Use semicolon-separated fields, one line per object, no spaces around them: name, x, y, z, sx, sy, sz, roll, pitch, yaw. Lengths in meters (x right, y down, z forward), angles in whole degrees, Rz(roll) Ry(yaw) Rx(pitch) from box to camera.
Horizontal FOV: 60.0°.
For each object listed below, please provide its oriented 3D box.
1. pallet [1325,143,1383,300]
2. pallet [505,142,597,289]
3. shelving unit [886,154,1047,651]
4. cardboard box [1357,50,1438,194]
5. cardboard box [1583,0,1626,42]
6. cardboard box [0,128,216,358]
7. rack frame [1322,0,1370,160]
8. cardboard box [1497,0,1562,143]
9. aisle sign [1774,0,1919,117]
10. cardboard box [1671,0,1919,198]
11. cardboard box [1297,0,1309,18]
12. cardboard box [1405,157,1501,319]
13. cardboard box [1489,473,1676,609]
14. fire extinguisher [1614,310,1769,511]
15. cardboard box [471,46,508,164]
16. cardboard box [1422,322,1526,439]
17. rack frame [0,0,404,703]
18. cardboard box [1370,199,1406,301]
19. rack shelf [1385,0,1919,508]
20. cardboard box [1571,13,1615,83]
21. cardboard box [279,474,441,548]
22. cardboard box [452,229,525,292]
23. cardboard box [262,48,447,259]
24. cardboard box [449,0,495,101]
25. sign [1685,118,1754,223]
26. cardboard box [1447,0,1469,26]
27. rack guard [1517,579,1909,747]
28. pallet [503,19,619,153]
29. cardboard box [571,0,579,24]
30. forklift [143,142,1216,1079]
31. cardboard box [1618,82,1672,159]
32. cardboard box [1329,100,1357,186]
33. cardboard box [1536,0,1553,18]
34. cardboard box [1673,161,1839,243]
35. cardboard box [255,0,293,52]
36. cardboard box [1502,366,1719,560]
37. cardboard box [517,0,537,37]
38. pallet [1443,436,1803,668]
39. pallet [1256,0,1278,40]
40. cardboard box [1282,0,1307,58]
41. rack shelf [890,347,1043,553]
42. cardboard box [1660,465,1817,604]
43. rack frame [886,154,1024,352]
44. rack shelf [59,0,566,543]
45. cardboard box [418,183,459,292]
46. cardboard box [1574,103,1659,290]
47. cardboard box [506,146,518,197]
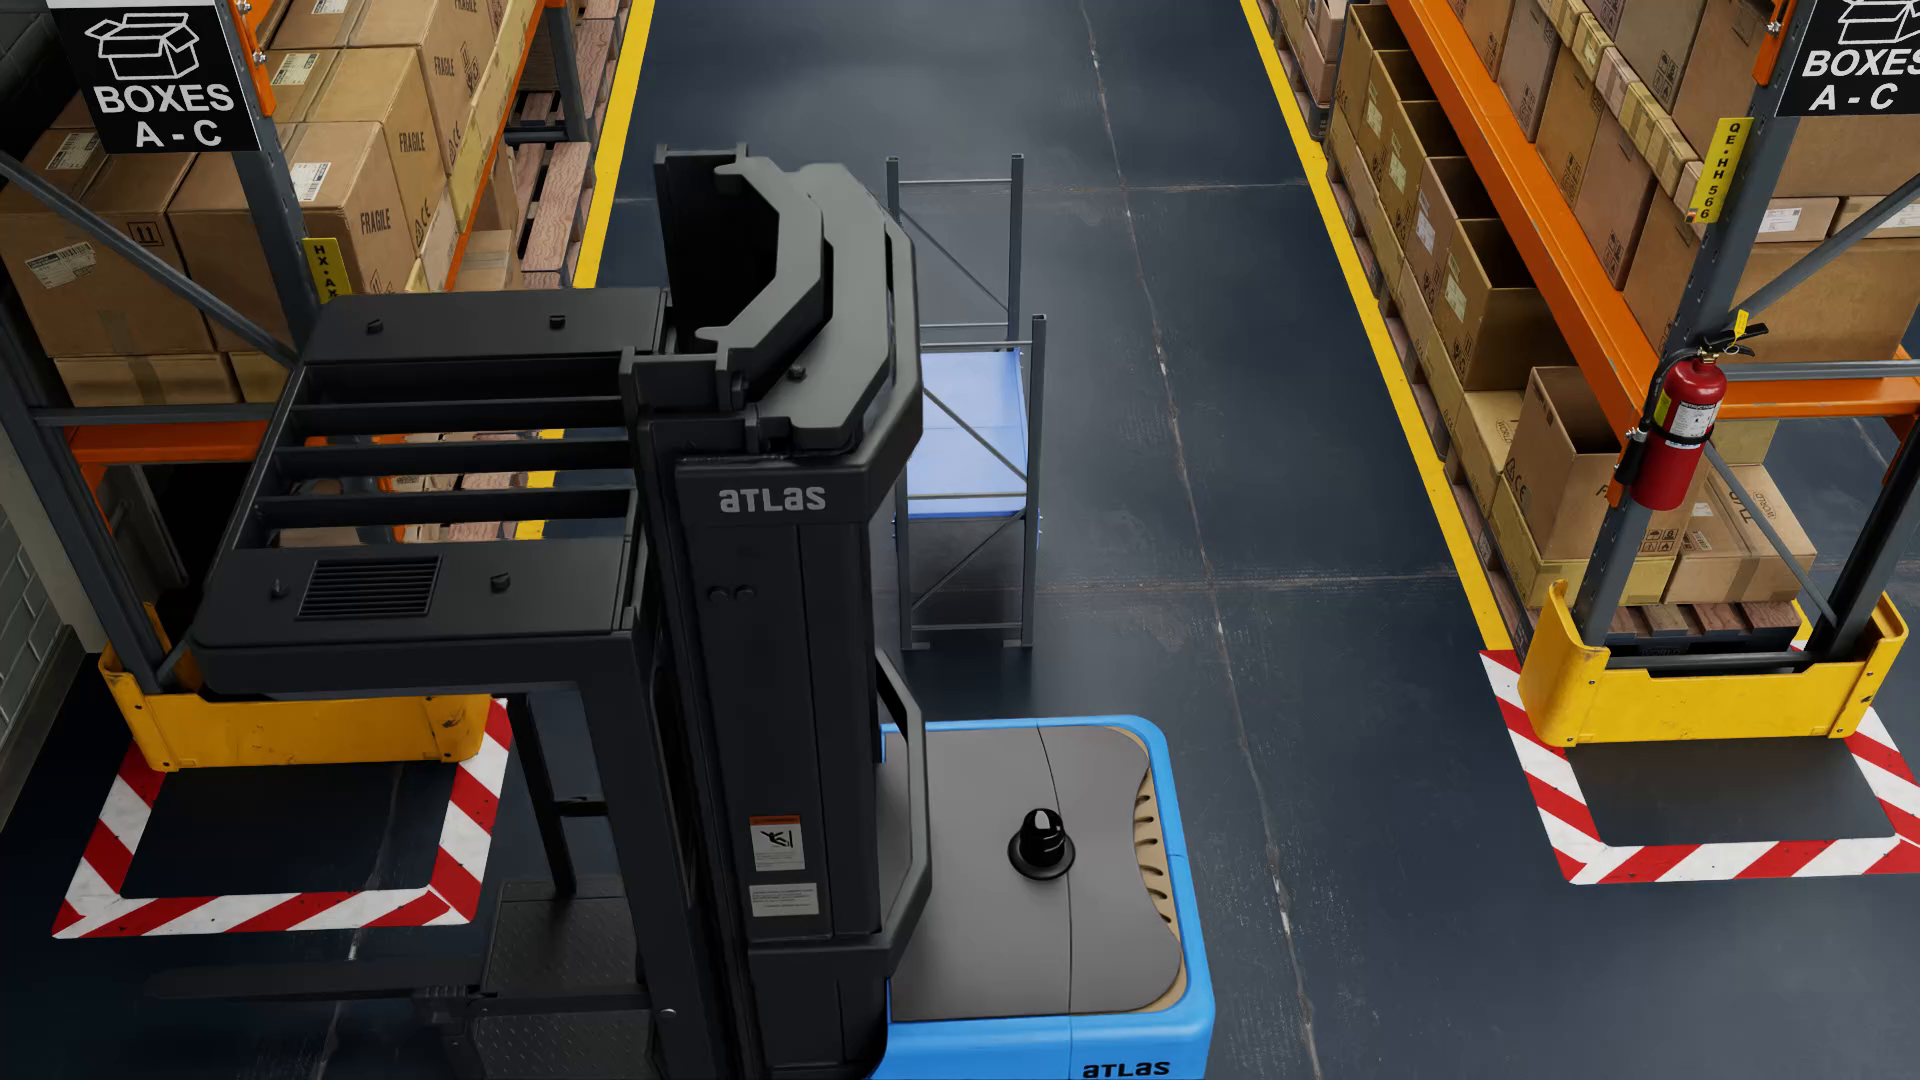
pallet;2.471;-1.648;8.392;1.003;0.211;1.213;-2;43;-2
pallet;-2.406;-1.589;8.328;1.003;0.211;1.213;-2;43;-2
shelving unit;0.004;-0.495;6.180;0.538;1.500;1.048;-2;43;-2
cardboard box;2.216;-1.973;7.851;0.500;0.500;0.500;-2;43;-2
cardboard box;2.590;-2.075;5.760;0.700;0.500;0.500;-1;43;-2
cardboard box;-2.532;-0.910;5.064;0.500;0.500;0.500;-2;43;-2
rack frame;2.480;-3.214;8.037;1.000;3.000;0.127;-2;43;-2
cardboard box;2.574;-1.911;6.541;0.700;0.500;0.500;0;43;-1
aisle sign;2.359;-1.419;4.155;0.394;0.787;0.004;-2;43;-2
cardboard box;2.640;-1.380;5.002;0.700;0.500;0.500;-1;43;-2
cardboard box;2.148;-3.178;9.307;0.500;0.311;0.500;-1;43;-1
cardboard box;2.252;-1.297;7.115;0.500;0.500;0.500;-2;43;-2
cardboard box;2.331;-0.009;6.264;0.500;0.250;0.500;-2;43;-2
fire extinguisher;2.190;-0.392;5.015;0.296;0.674;0.183;-2;43;-2
cardboard box;-2.074;-1.695;6.476;0.500;0.250;0.500;-1;43;-1
cardboard box;2.275;-0.683;7.000;0.500;0.250;0.500;-2;43;-2
rack frame;-2.300;-0.369;4.933;1.000;3.000;0.127;-2;43;-2
cardboard box;2.229;-1.358;7.736;0.500;0.250;0.500;-2;43;-2
rack shelf;2.565;-1.599;6.807;1.077;0.370;4.000;-2;43;-2
cardboard box;2.399;-1.739;5.873;0.380;0.149;0.250;0;43;0
cardboard box;-2.239;-0.010;6.205;0.500;0.311;0.500;-6;43;-7
cardboard box;-2.245;-0.961;7.103;0.700;0.500;0.500;-4;43;-4
cardboard box;-2.031;-1.263;5.449;0.500;0.500;0.500;-2;43;-2
cardboard box;-2.080;-1.960;6.209;0.500;0.500;0.500;0;43;0
sign;2.107;-1.022;4.613;0.100;0.325;0.005;-2;43;-2
cardboard box;2.534;-2.596;7.288;0.700;0.500;0.500;-2;43;-2
rack guard;2.650;0.424;5.918;1.175;0.500;0.348;-2;43;-2
pallet;-2.504;-2.567;9.395;1.003;0.211;1.213;-2;43;-2
cardboard box;-2.589;-3.154;9.496;0.700;0.500;0.500;-2;43;-3
forklift;-0.906;0.569;3.960;3.031;2.935;1.130;-2;43;-2
cardboard box;2.419;-1.392;5.494;0.380;0.149;0.250;-2;43;-2
cardboard box;2.196;-2.034;8.473;0.500;0.250;0.500;-2;43;-2
cardboard box;2.375;-2.089;6.256;0.380;0.149;0.250;-2;43;-2
cardboard box;2.443;-1.042;5.113;0.380;0.149;0.250;-2;43;-3
cardboard box;-2.570;-1.599;5.816;0.500;0.500;0.500;-3;43;-3
cardboard box;2.329;-0.285;6.010;0.500;0.500;0.500;-2;43;-2
cardboard box;-2.134;-2.374;7.216;0.500;0.250;0.500;-1;43;-2
pallet;2.575;-0.001;6.595;1.003;0.211;1.213;-2;43;-2
pallet;2.354;-3.508;10.421;1.003;0.211;1.213;-2;43;-2
cardboard box;2.153;-2.969;9.493;0.500;0.250;0.500;-2;43;-2
rack shelf;0.004;-0.363;6.302;0.538;0.185;1.000;-2;43;-2
cardboard box;2.849;-0.024;6.280;0.500;0.250;0.500;-2;43;-2
rack frame;-0.018;-0.838;6.555;0.500;1.500;0.032;-2;43;-2
rack shelf;-2.385;-1.454;6.649;1.077;0.370;4.000;-2;43;-2
cardboard box;-2.039;-1.010;5.728;0.500;0.250;0.500;-3;43;-3
cardboard box;2.615;-1.221;5.788;0.700;0.500;0.500;-1;43;-1
cardboard box;-2.417;-1.827;8.295;0.380;0.166;0.250;-7;43;-7
